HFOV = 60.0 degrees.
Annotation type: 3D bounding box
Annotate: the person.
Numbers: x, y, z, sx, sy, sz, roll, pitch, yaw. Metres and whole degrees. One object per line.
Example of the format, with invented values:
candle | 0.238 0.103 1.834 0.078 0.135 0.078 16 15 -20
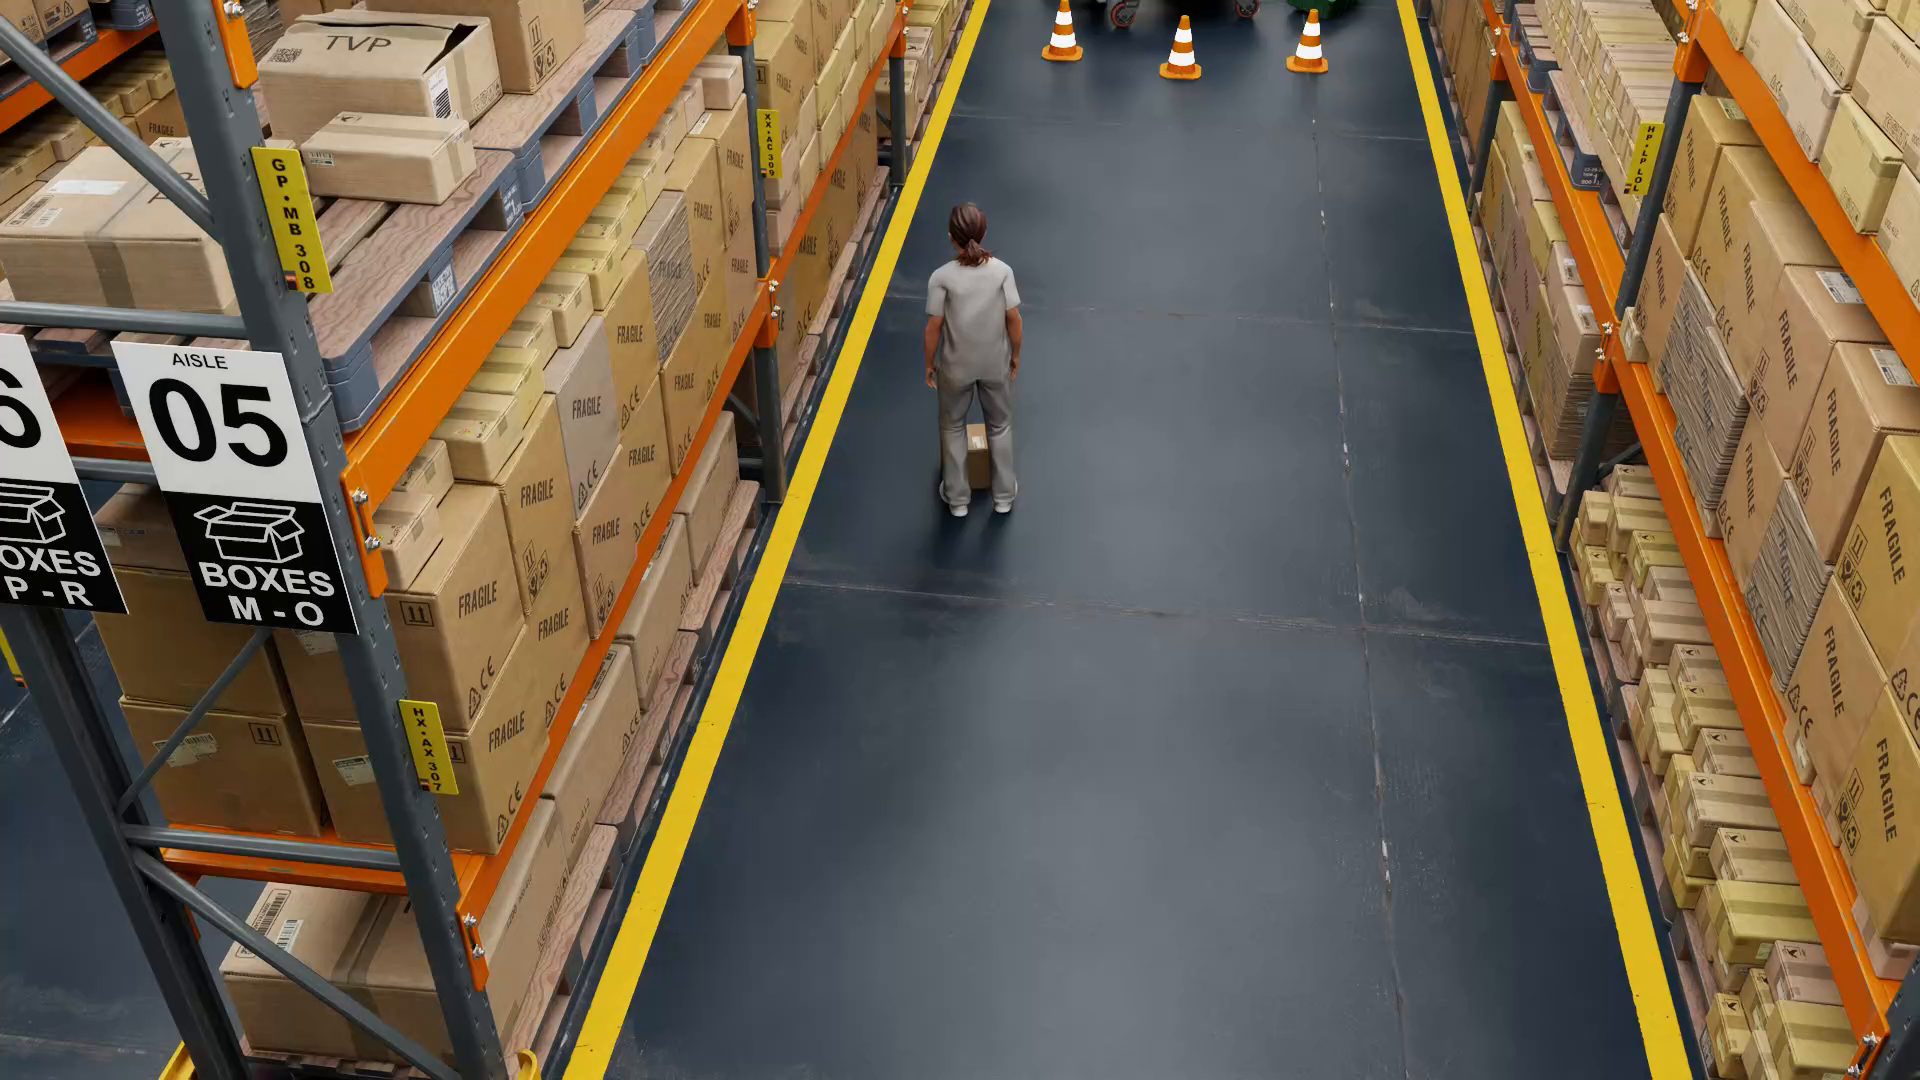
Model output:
person | 0.070 -0.868 8.223 0.508 1.671 0.362 -6 37 -7
